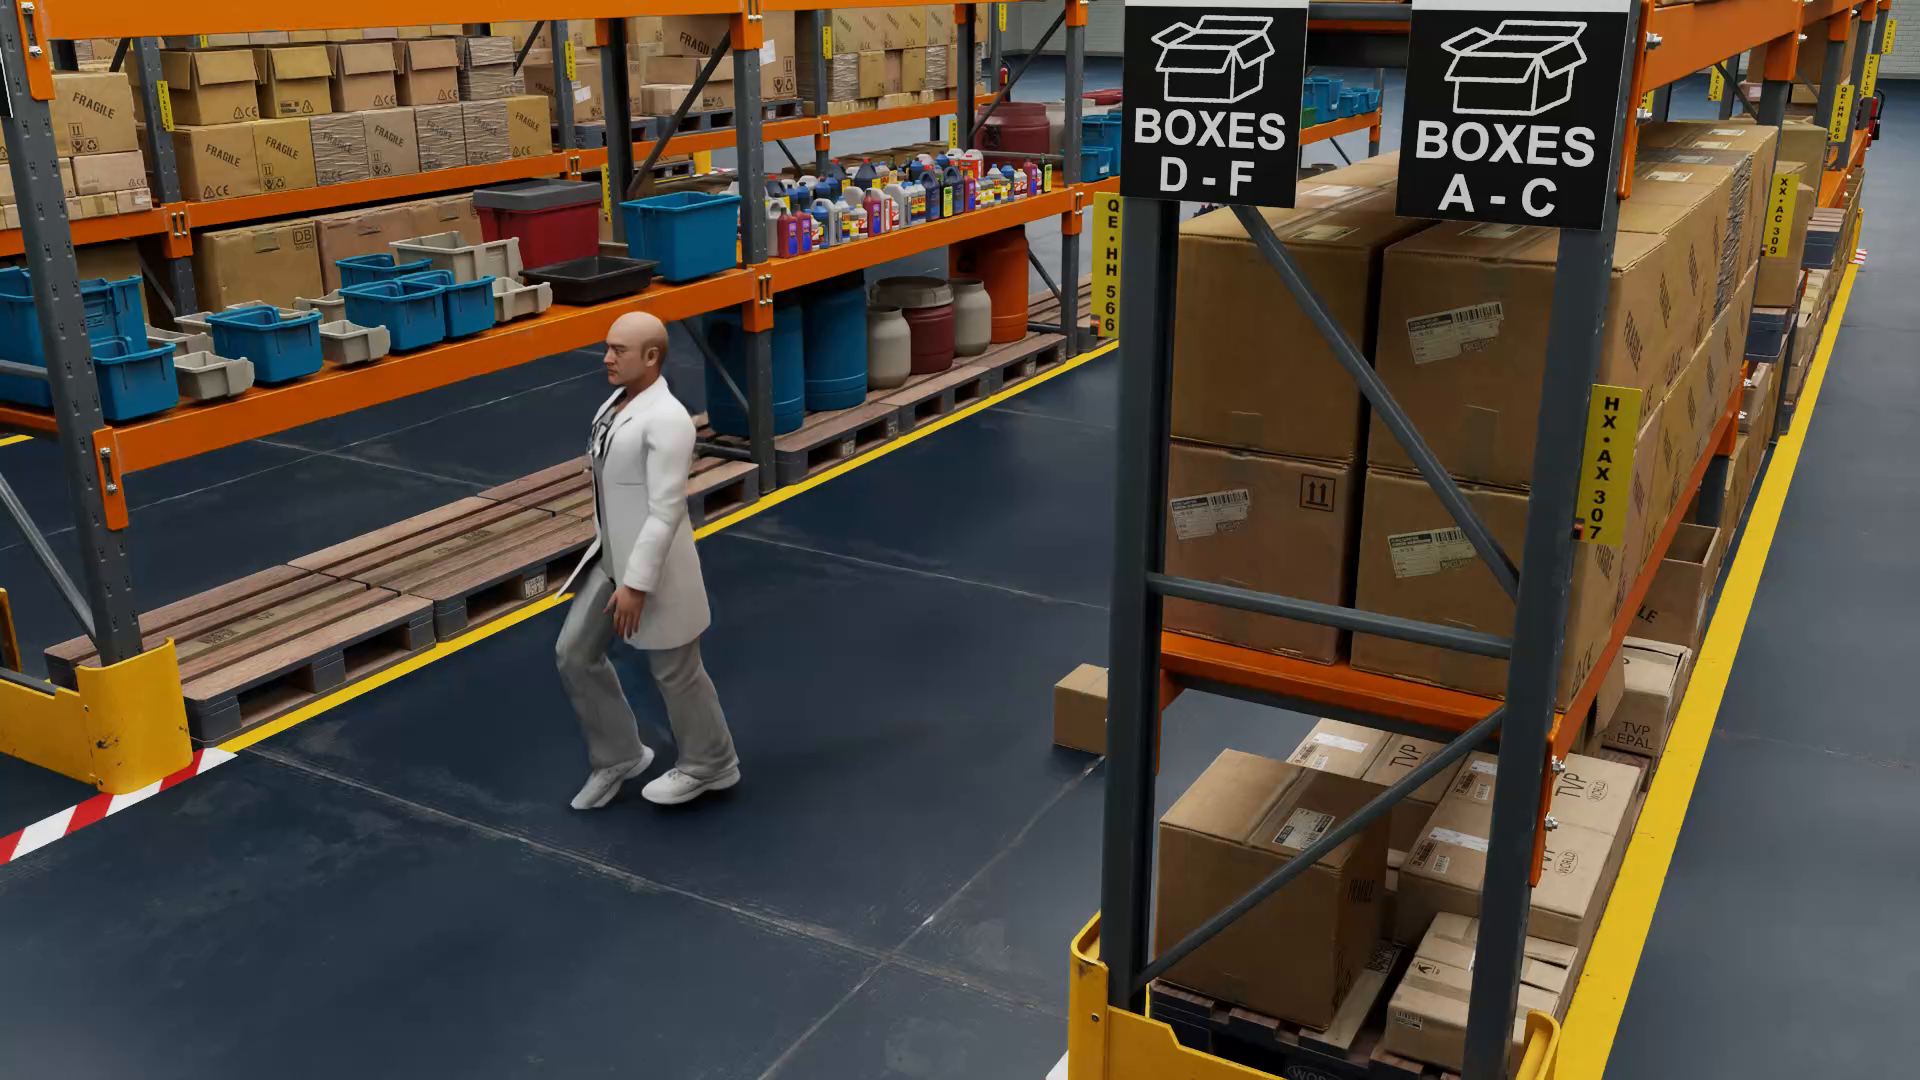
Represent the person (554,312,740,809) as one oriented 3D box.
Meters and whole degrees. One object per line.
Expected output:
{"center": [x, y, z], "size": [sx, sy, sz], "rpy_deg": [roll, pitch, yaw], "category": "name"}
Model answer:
{"center": [-1.086, 0.126, 5.752], "size": [0.580, 1.845, 0.623], "rpy_deg": [-12, 23, -32], "category": "person"}
